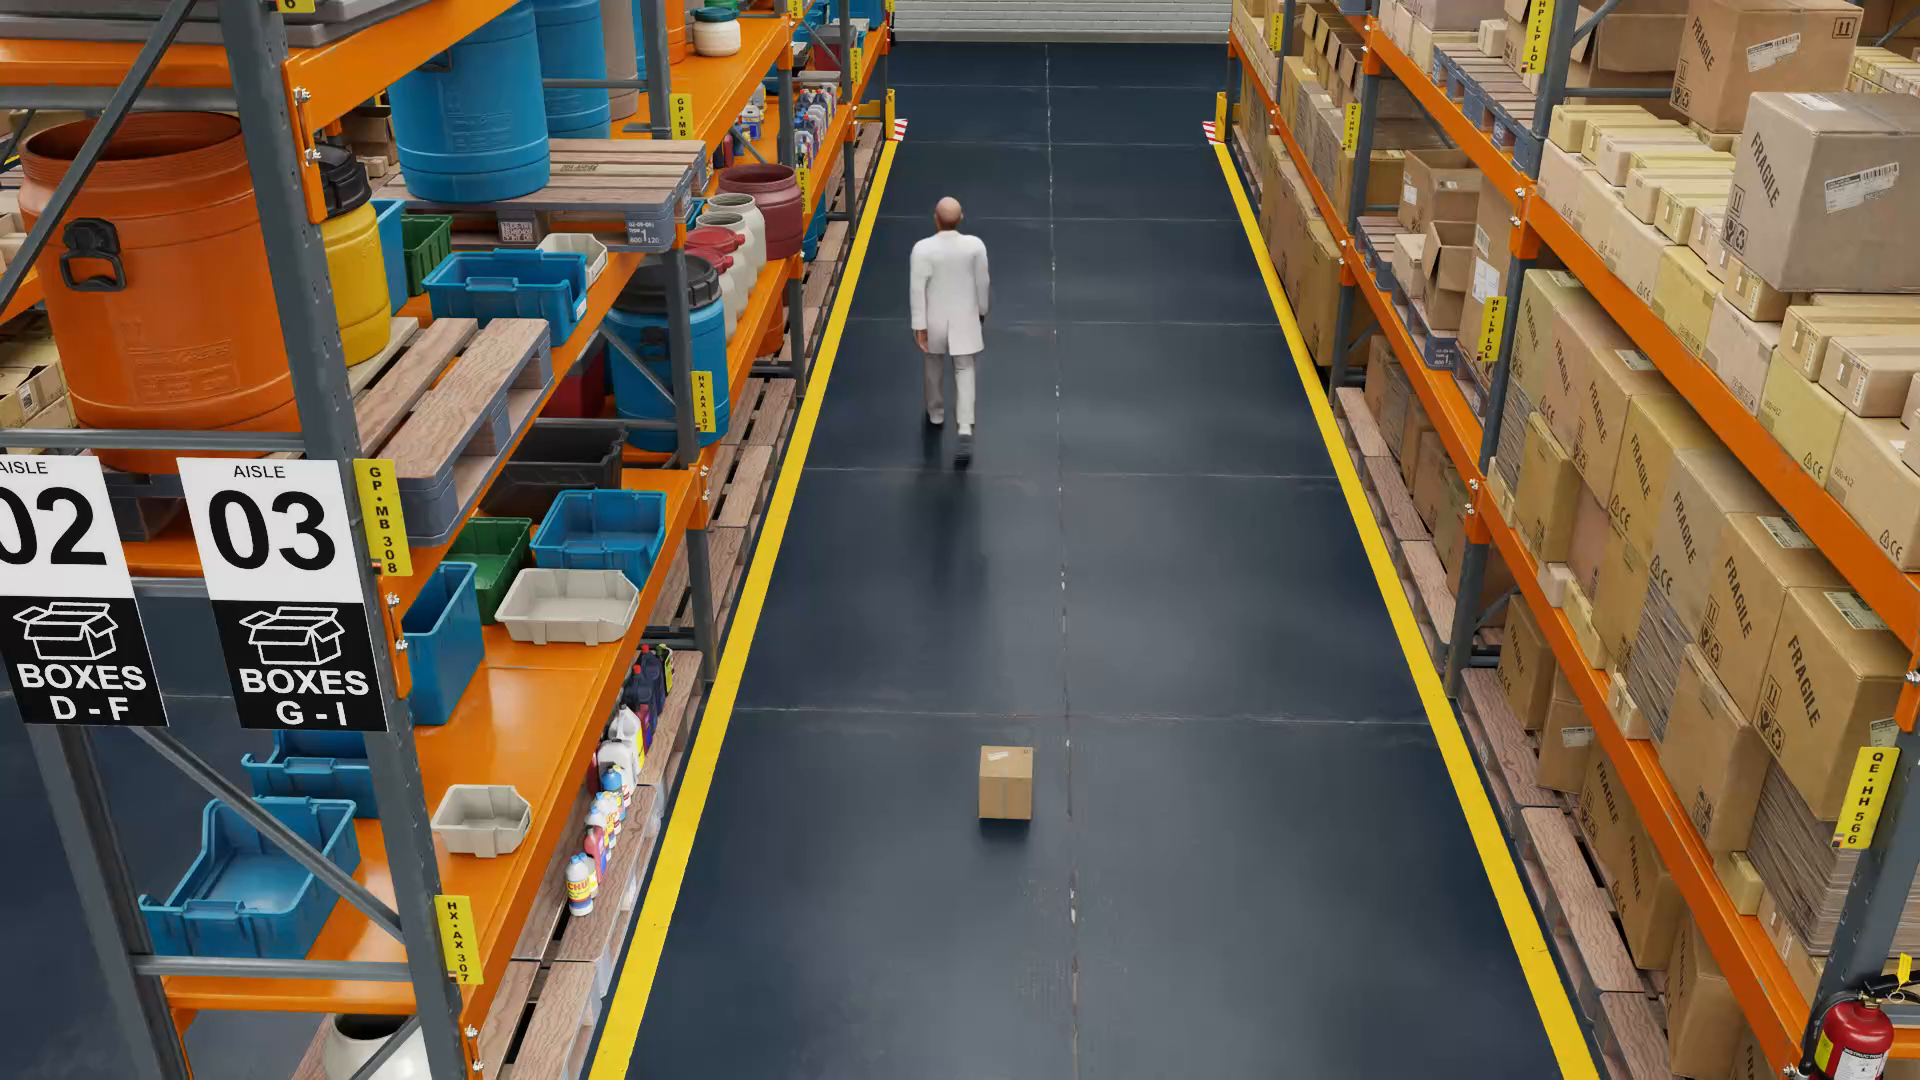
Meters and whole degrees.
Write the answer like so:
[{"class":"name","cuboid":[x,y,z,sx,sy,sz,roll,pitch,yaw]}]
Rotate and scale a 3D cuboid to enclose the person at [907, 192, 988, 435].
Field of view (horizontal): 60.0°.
[{"class":"person","cuboid":[-0.084,-1.578,11.633,0.565,1.746,0.909,-1,28,-2]}]
